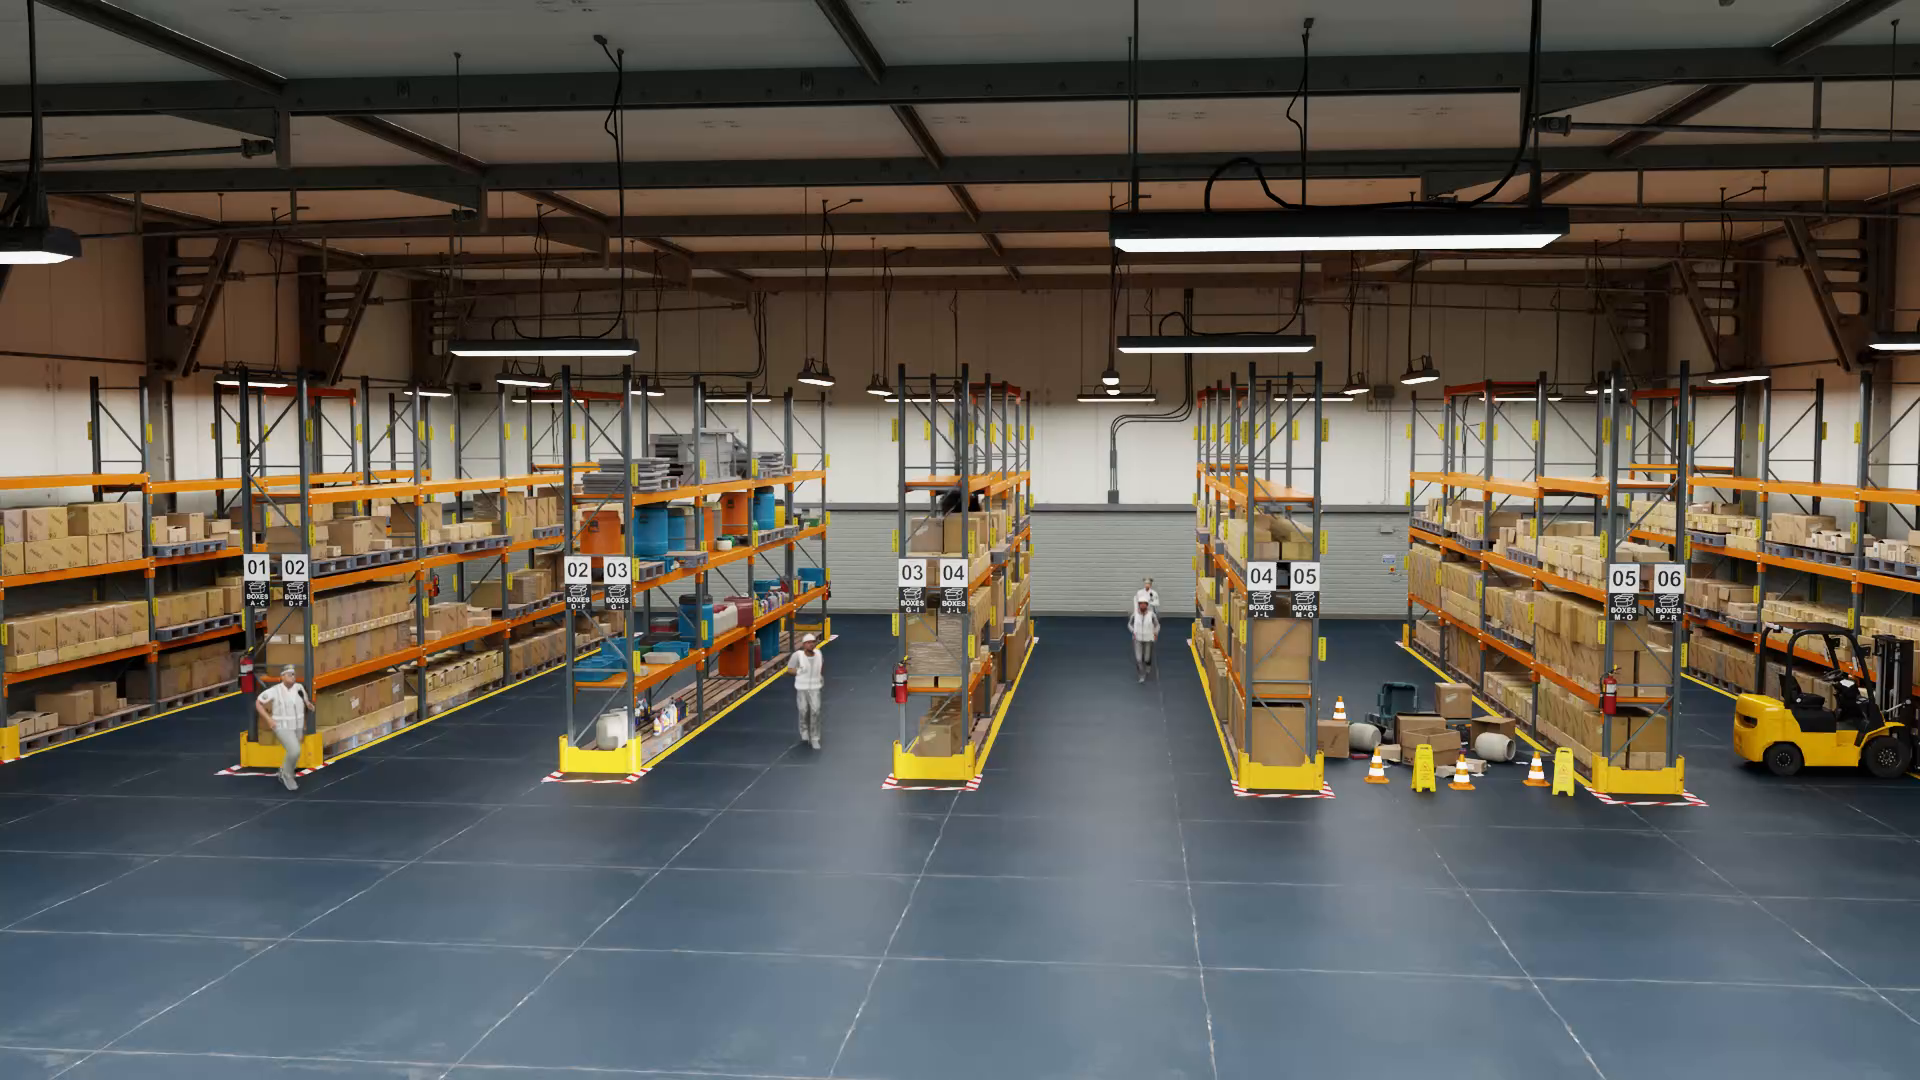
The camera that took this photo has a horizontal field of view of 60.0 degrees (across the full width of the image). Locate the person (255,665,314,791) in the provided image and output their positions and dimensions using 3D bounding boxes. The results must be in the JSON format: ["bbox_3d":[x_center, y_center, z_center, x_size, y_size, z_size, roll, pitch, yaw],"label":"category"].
[{"bbox_3d":[-9.416,2.639,23.316,0.789,1.801,0.698,2,4,28],"label":"person"}]

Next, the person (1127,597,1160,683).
[{"bbox_3d":[3.690,2.002,33.455,0.661,1.731,0.585,1,4,11],"label":"person"}]

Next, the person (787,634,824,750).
[{"bbox_3d":[-2.454,2.414,26.579,0.646,1.847,0.796,-1,4,-15],"label":"person"}]

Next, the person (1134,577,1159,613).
[{"bbox_3d":[4.262,1.722,38.017,0.577,1.746,0.731,0,4,7],"label":"person"}]
